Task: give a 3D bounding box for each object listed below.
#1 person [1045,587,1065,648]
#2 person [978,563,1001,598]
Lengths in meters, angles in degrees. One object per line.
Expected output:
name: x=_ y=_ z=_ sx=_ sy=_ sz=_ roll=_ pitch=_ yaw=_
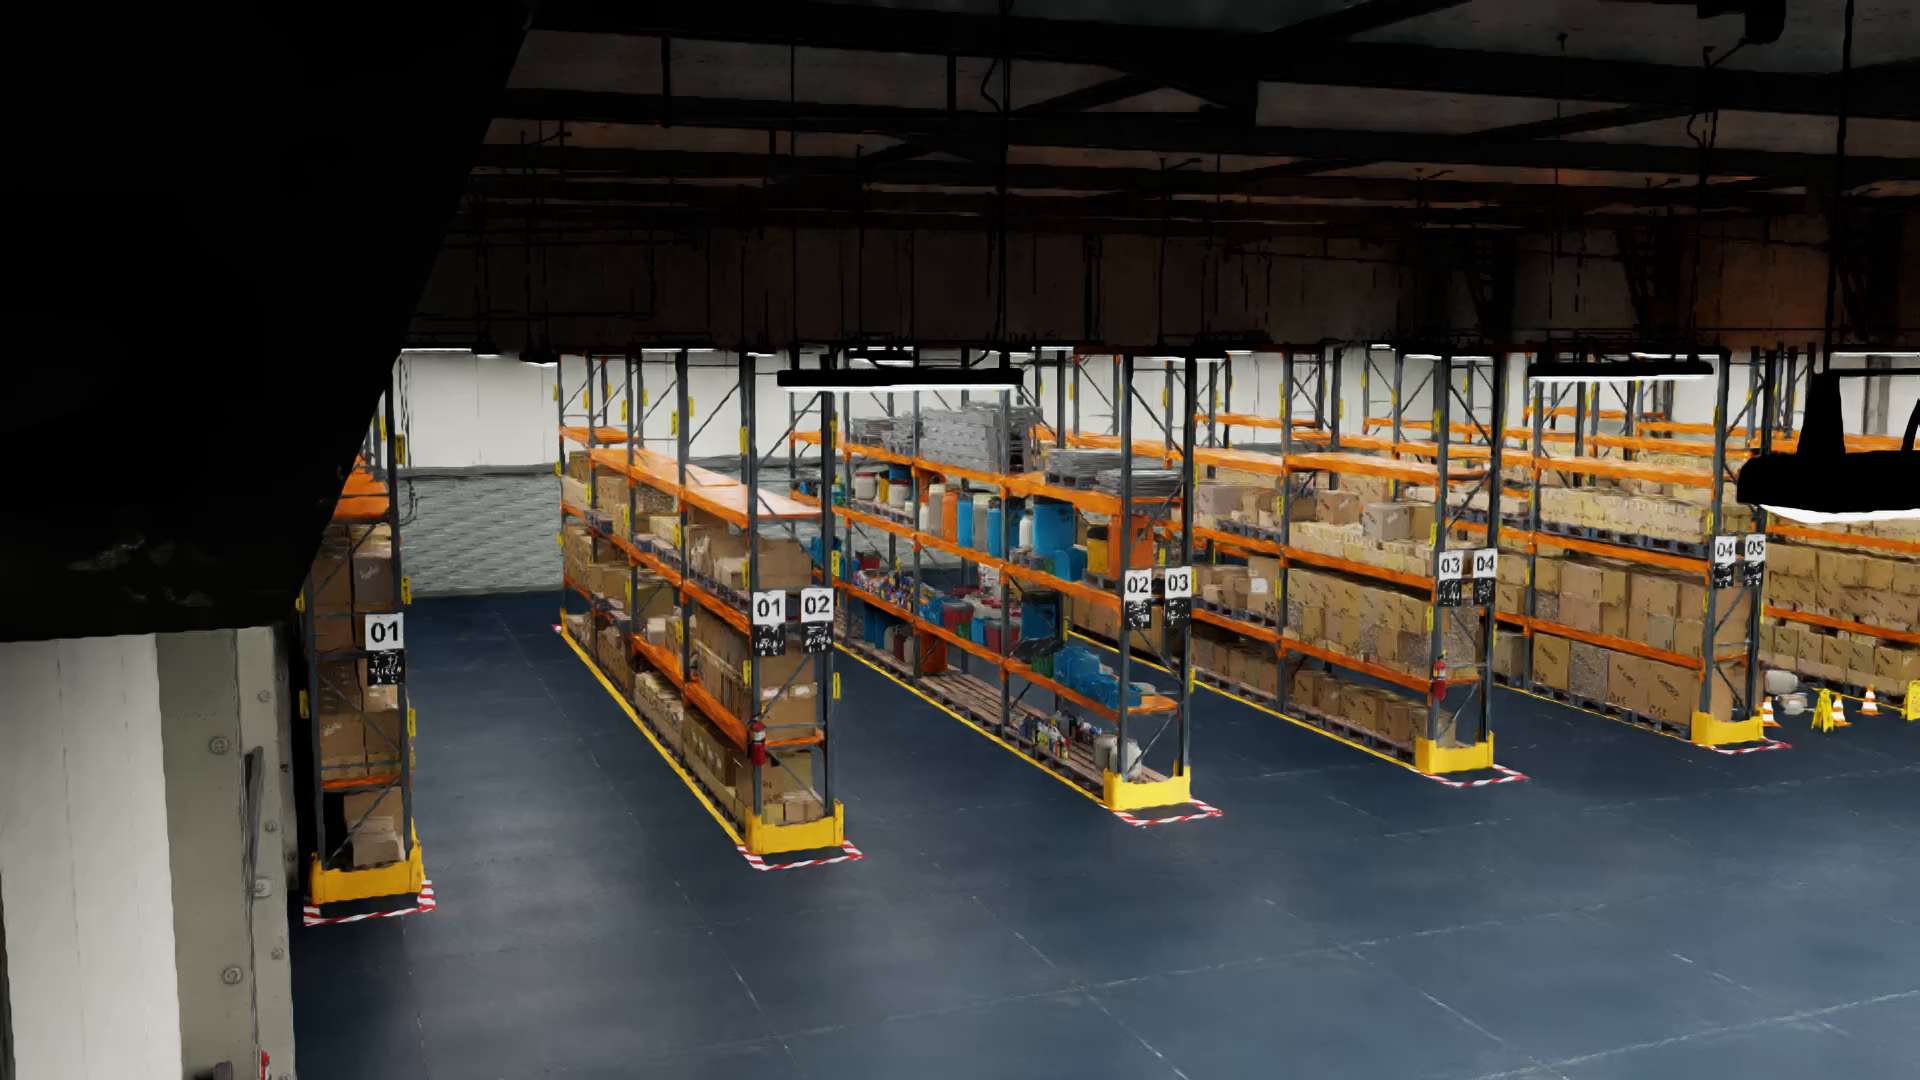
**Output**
person: x=1.781 y=1.454 z=32.412 sx=0.414 sy=1.517 sz=1.037 roll=-3 pitch=8 yaw=-19
person: x=0.652 y=0.918 z=35.979 sx=0.542 sy=1.675 sz=1.126 roll=-2 pitch=8 yaw=-19
